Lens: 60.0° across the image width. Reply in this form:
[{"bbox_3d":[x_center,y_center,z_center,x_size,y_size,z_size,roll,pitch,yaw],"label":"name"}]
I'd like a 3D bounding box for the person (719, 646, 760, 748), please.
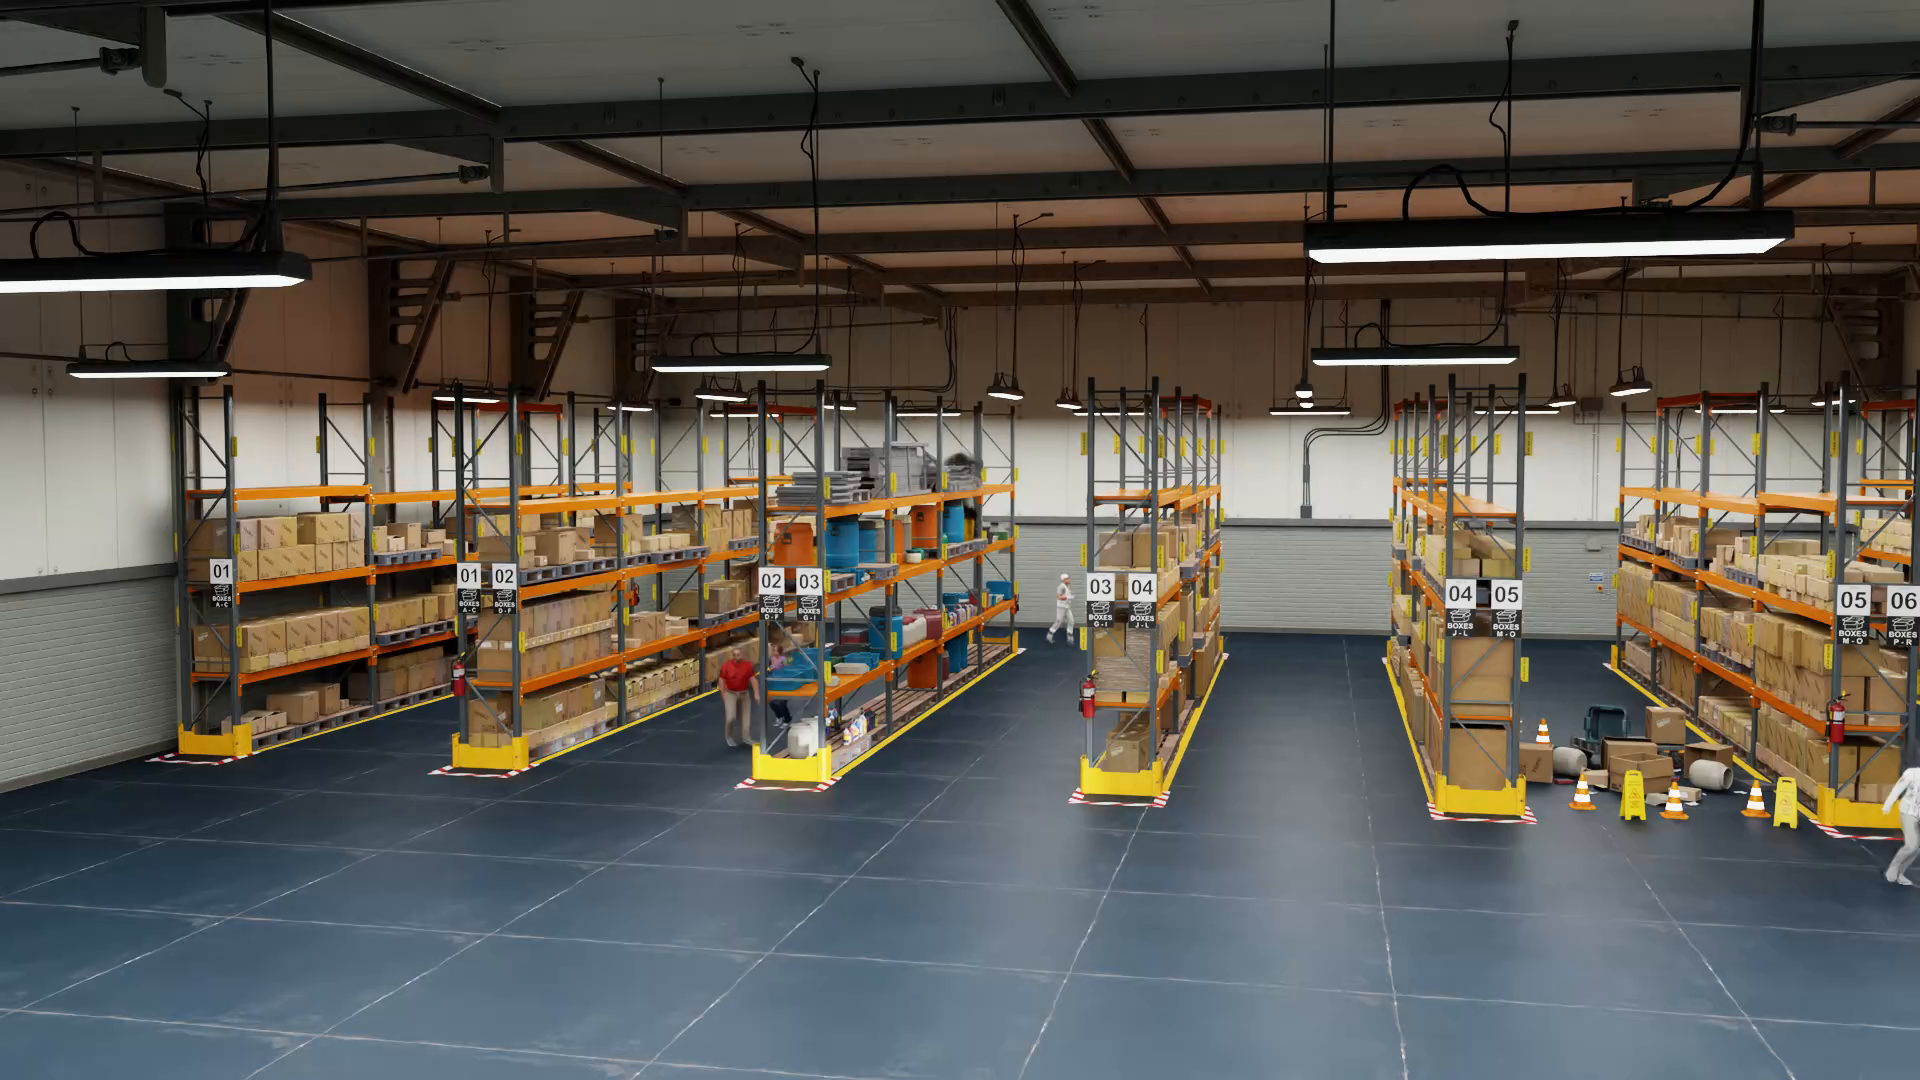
[{"bbox_3d":[-3.697,2.610,27.757,0.610,1.698,0.577,-2,4,-26],"label":"person"}]

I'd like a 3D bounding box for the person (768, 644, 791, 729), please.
[{"bbox_3d":[-3.176,2.580,29.213,0.520,1.543,0.730,2,4,35],"label":"person"}]

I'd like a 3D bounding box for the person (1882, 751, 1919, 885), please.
[{"bbox_3d":[10.864,3.136,18.826,0.595,1.611,0.668,0,3,0],"label":"person"}]

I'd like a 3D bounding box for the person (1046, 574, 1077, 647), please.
[{"bbox_3d":[2.594,1.767,41.908,0.796,1.845,0.666,2,4,25],"label":"person"}]
